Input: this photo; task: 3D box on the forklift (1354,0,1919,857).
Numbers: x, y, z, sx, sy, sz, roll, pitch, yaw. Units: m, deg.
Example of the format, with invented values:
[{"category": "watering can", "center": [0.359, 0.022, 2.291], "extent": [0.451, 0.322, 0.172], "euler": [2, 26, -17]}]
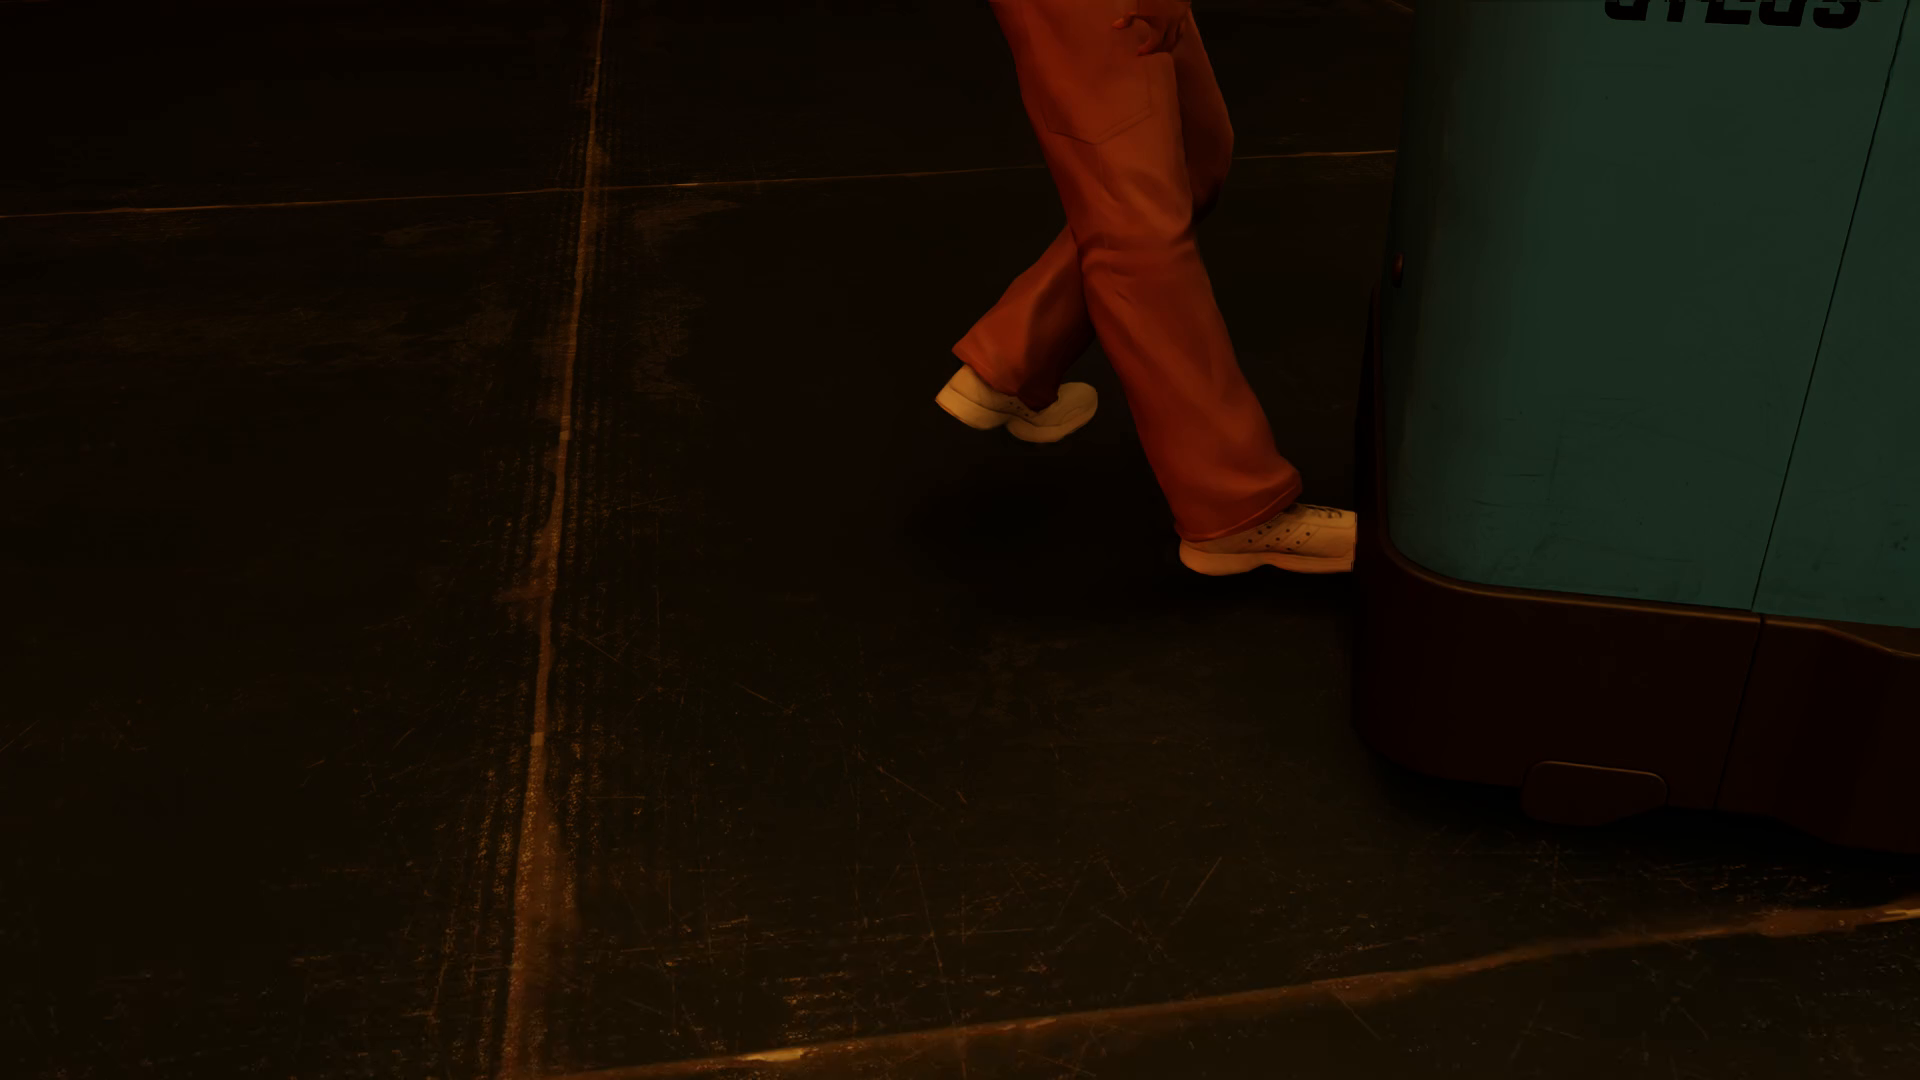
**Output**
[{"category": "forklift", "center": [2.032, -1.068, 1.386], "extent": [3.031, 2.935, 1.130], "euler": [6, 28, 11]}]

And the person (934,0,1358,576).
[{"category": "person", "center": [0.282, -0.797, 2.205], "extent": [0.704, 1.610, 0.634], "euler": [2, 28, 4]}]
